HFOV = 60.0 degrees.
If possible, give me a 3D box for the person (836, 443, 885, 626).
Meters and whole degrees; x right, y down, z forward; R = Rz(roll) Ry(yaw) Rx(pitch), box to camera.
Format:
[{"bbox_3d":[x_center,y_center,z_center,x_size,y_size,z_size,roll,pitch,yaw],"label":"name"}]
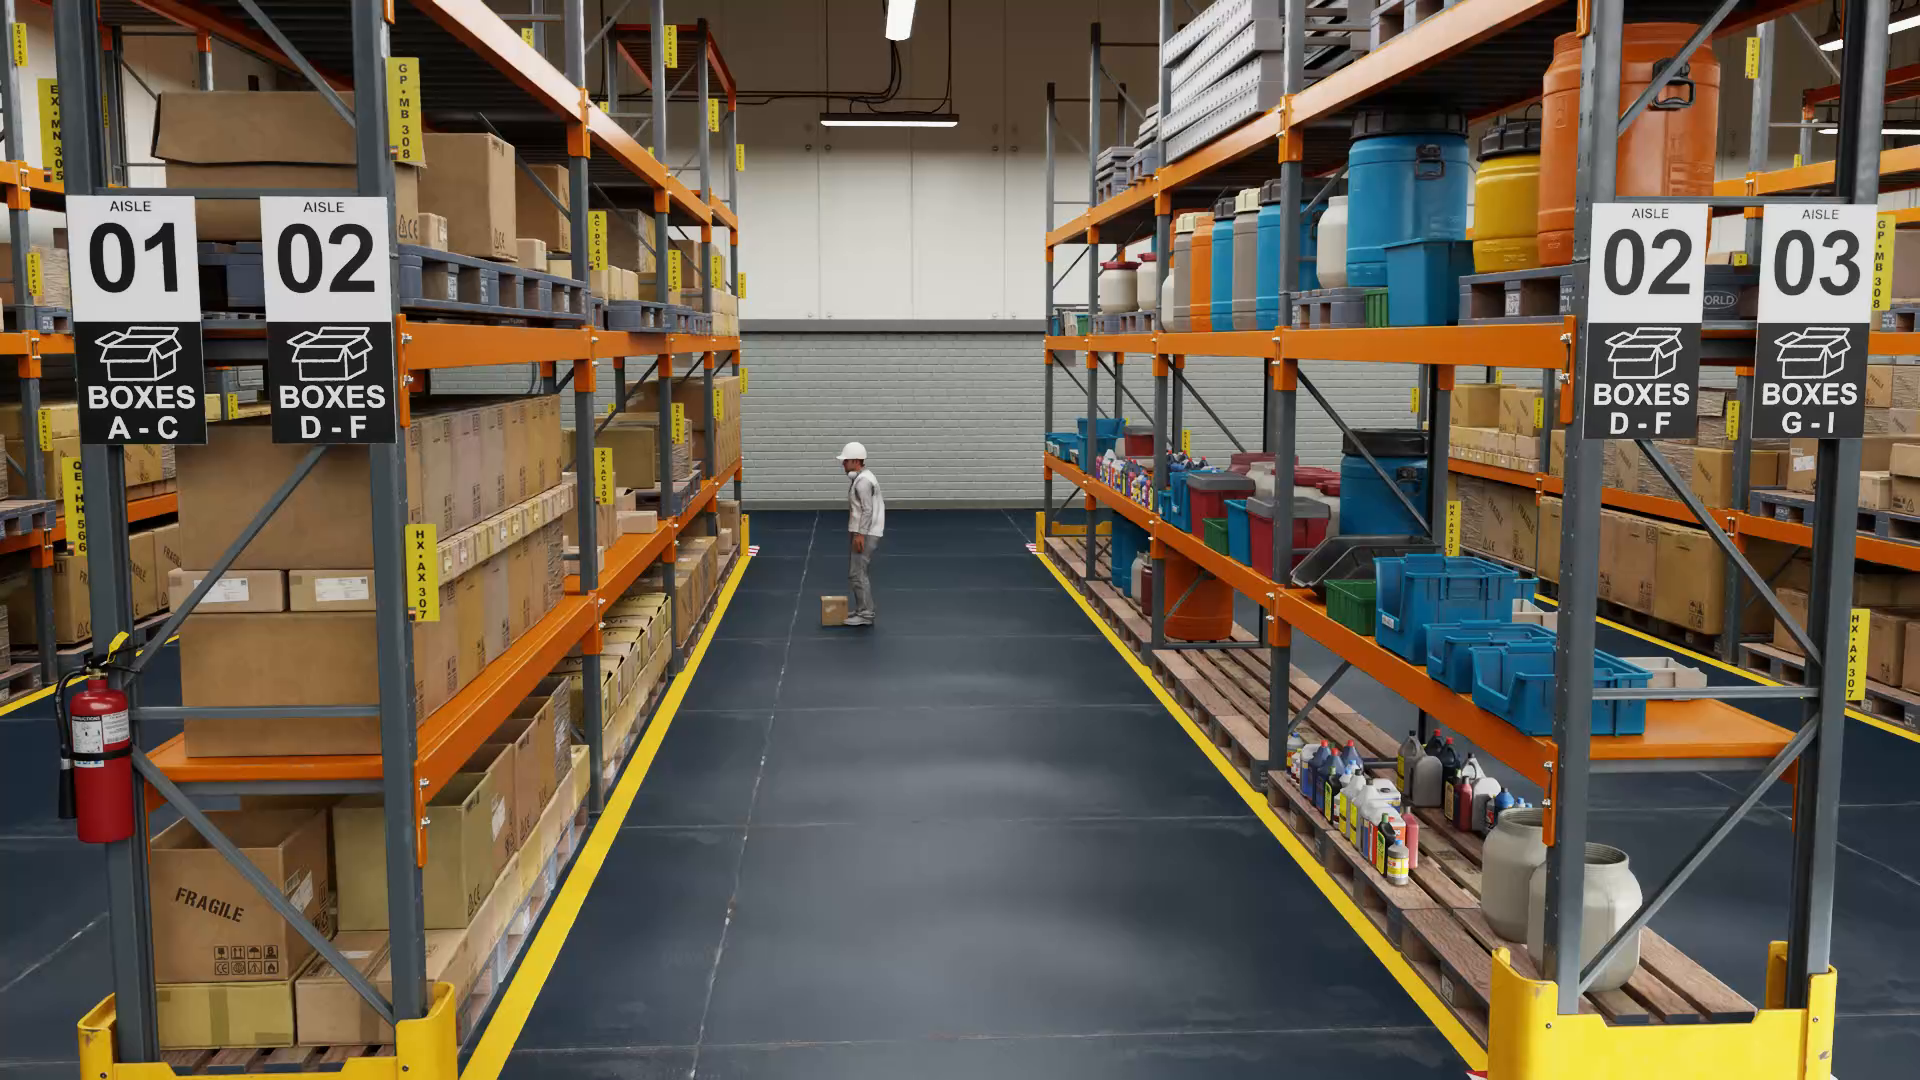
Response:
[{"bbox_3d":[-0.967,-0.066,16.189,0.465,1.770,0.590,-1,7,-7],"label":"person"}]
